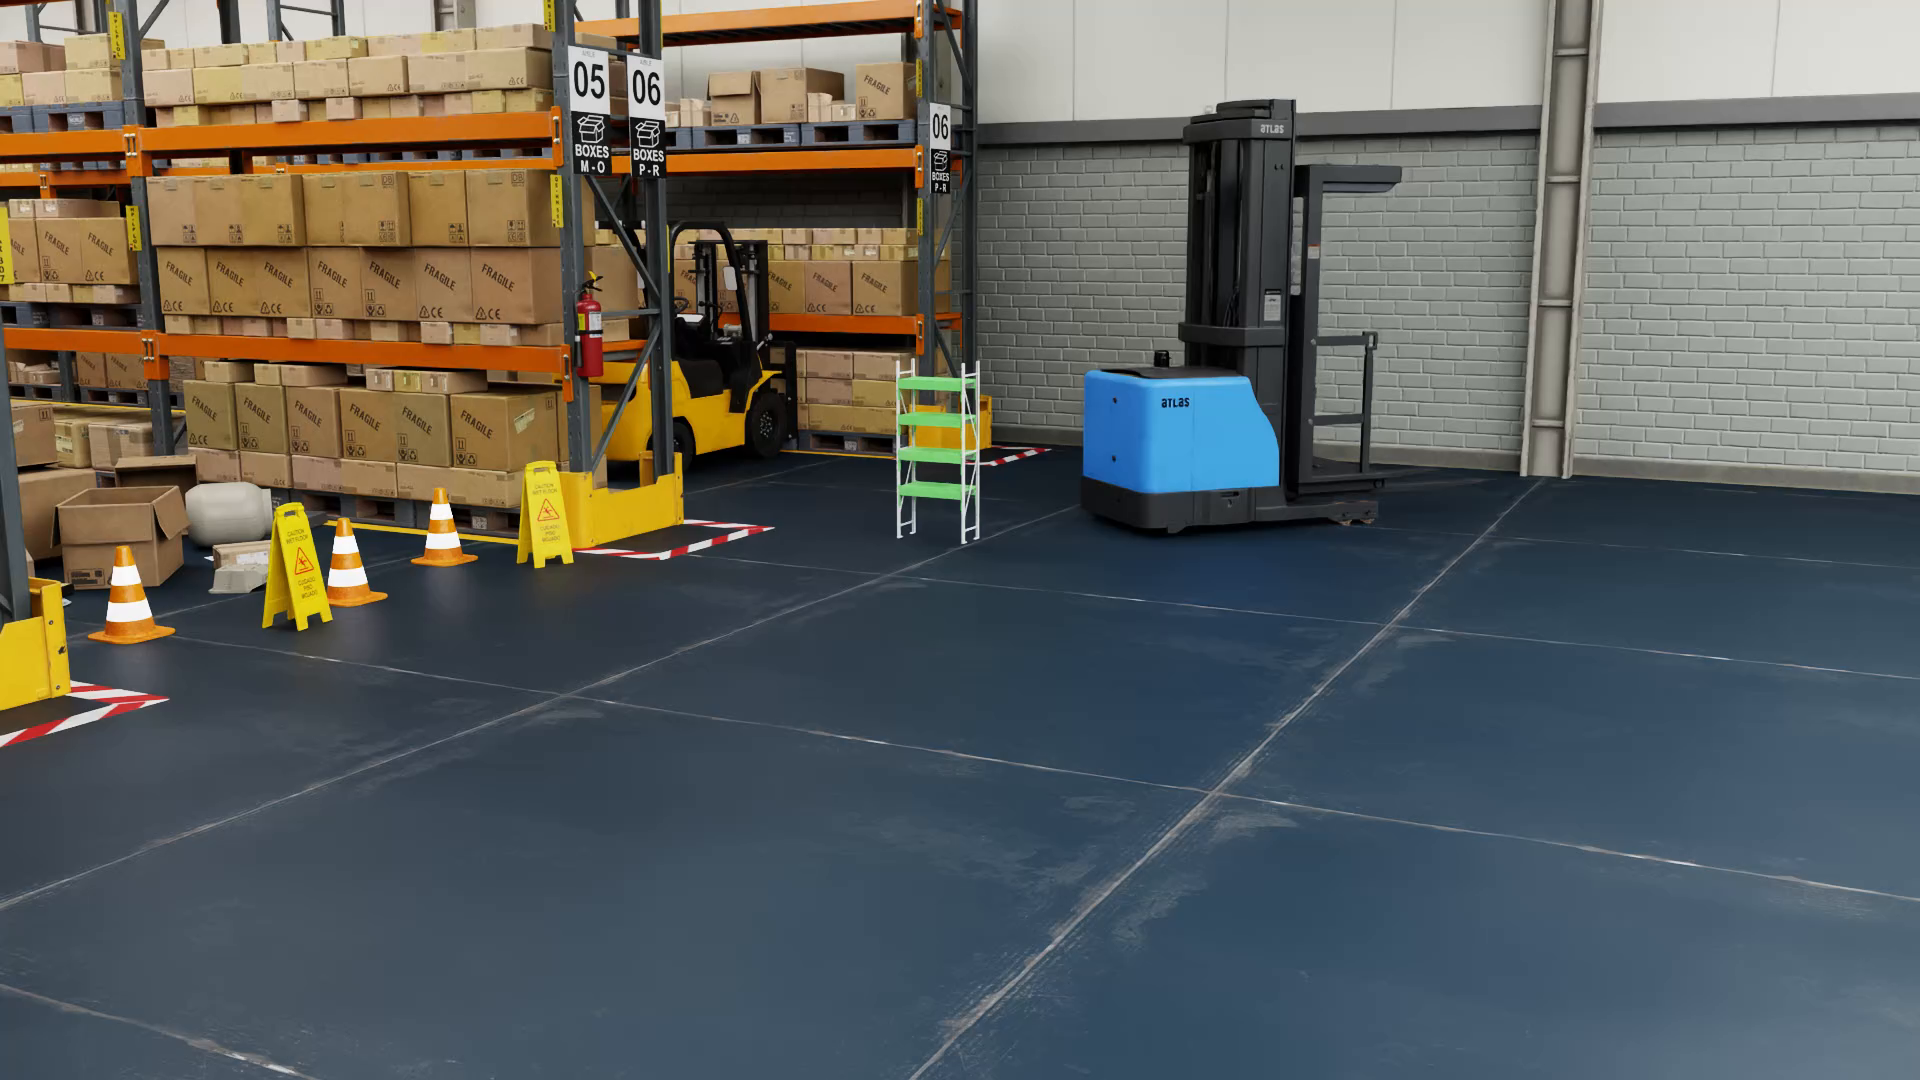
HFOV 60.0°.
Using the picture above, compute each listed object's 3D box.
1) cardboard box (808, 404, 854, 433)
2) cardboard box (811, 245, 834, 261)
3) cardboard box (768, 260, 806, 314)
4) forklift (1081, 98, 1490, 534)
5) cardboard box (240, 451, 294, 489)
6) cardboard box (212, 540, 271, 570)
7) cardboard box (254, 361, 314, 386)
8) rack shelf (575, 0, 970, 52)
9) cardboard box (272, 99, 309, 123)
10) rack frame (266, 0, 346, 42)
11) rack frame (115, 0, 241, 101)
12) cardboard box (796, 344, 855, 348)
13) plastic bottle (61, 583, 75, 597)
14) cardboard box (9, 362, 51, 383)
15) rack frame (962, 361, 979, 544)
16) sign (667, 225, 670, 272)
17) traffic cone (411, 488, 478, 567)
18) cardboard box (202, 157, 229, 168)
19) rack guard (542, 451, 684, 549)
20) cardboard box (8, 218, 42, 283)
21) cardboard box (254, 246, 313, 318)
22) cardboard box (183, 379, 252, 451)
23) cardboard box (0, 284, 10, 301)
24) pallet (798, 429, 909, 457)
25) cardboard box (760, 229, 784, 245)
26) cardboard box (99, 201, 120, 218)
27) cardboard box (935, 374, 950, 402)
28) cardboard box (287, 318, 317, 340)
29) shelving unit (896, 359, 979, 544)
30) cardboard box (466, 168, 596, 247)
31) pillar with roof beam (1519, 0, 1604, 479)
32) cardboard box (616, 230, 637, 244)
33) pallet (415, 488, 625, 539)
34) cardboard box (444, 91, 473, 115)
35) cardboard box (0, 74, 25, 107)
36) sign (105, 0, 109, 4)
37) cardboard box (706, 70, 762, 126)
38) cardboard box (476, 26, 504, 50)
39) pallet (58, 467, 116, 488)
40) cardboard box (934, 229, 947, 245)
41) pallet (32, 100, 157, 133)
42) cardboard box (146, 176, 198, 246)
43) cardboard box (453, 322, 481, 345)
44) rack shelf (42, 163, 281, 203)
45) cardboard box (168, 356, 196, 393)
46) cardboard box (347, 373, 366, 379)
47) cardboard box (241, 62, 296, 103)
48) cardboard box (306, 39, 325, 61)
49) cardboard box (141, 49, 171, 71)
[{"bbox_3d":[-1.109,-1.191,15.928,0.500,0.250,0.500,5,11,26],"label":"cardboard box"},{"bbox_3d":[-1.206,-2.728,15.777,0.250,0.149,0.380,5,11,25],"label":"cardboard box"},{"bbox_3d":[-1.585,-2.439,16.001,0.500,0.500,0.500,5,11,25],"label":"cardboard box"},{"bbox_3d":[2.448,-1.629,12.003,3.031,2.935,1.130,-4,11,-22],"label":"forklift"},{"bbox_3d":[-4.993,-0.556,12.420,0.500,0.250,0.500,6,12,29],"label":"cardboard box"},{"bbox_3d":[-4.368,0.105,10.230,0.380,0.149,0.250,-7,12,-33],"label":"cardboard box"},{"bbox_3d":[-4.930,-1.225,12.188,0.250,0.149,0.380,6,12,28],"label":"cardboard box"},{"bbox_3d":[-1.900,-4.869,16.006,4.000,0.370,1.077,5,11,26],"label":"rack shelf"},{"bbox_3d":[-4.598,-3.005,11.694,0.250,0.149,0.380,5,11,25],"label":"cardboard box"},{"bbox_3d":[-7.281,-5.892,18.519,0.127,3.000,1.000,5,11,26],"label":"rack frame"},{"bbox_3d":[-5.886,-4.784,12.396,0.127,3.000,1.000,5,11,26],"label":"rack frame"},{"bbox_3d":[-1.347,-1.803,16.506,0.500,0.250,0.500,5,11,25],"label":"cardboard box"},{"bbox_3d":[-5.220,0.286,9.479,0.283,0.061,0.133,1,10,6],"label":"plastic bottle"},{"bbox_3d":[-11.818,-2.142,21.140,0.258,0.266,0.396,5,12,28],"label":"cardboard box"},{"bbox_3d":[0.070,-0.584,11.089,0.015,1.200,0.240,5,11,26],"label":"rack frame"},{"bbox_3d":[-2.059,-2.029,11.590,0.005,0.325,0.100,5,11,26],"label":"sign"},{"bbox_3d":[-3.256,-0.096,10.463,0.334,0.463,0.336,5,11,26],"label":"traffic cone"},{"bbox_3d":[-8.299,-4.384,19.027,0.500,0.250,0.500,5,11,26],"label":"cardboard box"},{"bbox_3d":[-2.367,-0.293,11.444,0.348,0.500,1.175,5,11,26],"label":"rack guard"},{"bbox_3d":[-7.308,-2.314,13.300,0.500,0.500,0.500,5,12,28],"label":"cardboard box"},{"bbox_3d":[-4.710,-1.871,12.029,0.500,0.500,0.500,5,11,25],"label":"cardboard box"},{"bbox_3d":[-5.477,-0.965,12.575,0.500,0.500,0.500,6,12,29],"label":"cardboard box"},{"bbox_3d":[-7.569,-2.031,13.558,0.250,0.149,0.380,5,11,24],"label":"cardboard box"},{"bbox_3d":[-0.811,-0.991,16.114,1.213,0.211,1.003,5,11,26],"label":"pallet"},{"bbox_3d":[-1.710,-2.904,15.914,0.250,0.149,0.380,5,12,27],"label":"cardboard box"},{"bbox_3d":[-7.171,-2.716,13.698,0.250,0.149,0.380,6,12,29],"label":"cardboard box"},{"bbox_3d":[-0.436,-1.480,16.121,0.500,0.250,0.500,5,12,27],"label":"cardboard box"},{"bbox_3d":[-4.603,-1.530,11.967,0.250,0.149,0.380,5,11,26],"label":"cardboard box"},{"bbox_3d":[-0.148,-0.603,11.195,0.503,1.200,0.258,5,11,26],"label":"shelving unit"},{"bbox_3d":[-2.854,-2.210,11.094,0.500,0.500,0.700,5,11,24],"label":"cardboard box"},{"bbox_3d":[3.144,-4.300,9.723,0.400,9.000,9.100,5,11,26],"label":"pillar with roof beam"},{"bbox_3d":[-3.256,-3.064,16.799,0.250,0.149,0.380,5,11,27],"label":"cardboard box"},{"bbox_3d":[-3.080,-0.220,11.855,1.213,0.211,1.003,5,11,26],"label":"pallet"},{"bbox_3d":[-3.204,-2.893,11.077,0.250,0.149,0.380,5,12,28],"label":"cardboard box"},{"bbox_3d":[-7.383,-3.545,13.213,0.500,0.250,0.500,5,11,27],"label":"cardboard box"},{"bbox_3d":[-10.627,-6.834,20.656,0.005,0.325,0.100,5,11,26],"label":"sign"},{"bbox_3d":[-1.993,-4.237,16.048,0.637,0.503,0.797,5,12,28],"label":"cardboard box"},{"bbox_3d":[-2.948,-3.268,10.905,0.250,0.149,0.380,5,12,27],"label":"cardboard box"},{"bbox_3d":[-6.585,-0.521,13.516,1.213,0.211,1.003,5,11,26],"label":"pallet"},{"bbox_3d":[-0.313,-2.885,15.812,0.250,0.149,0.380,5,11,25],"label":"cardboard box"},{"bbox_3d":[-6.393,-3.281,13.042,1.003,0.211,1.213,5,11,26],"label":"pallet"},{"bbox_3d":[-5.588,-2.450,12.423,0.500,0.500,0.700,5,11,25],"label":"cardboard box"},{"bbox_3d":[-3.226,-1.414,11.328,0.250,0.149,0.380,5,11,25],"label":"cardboard box"},{"bbox_3d":[-9.074,-4.220,19.721,4.000,0.370,1.077,5,11,26],"label":"rack shelf"},{"bbox_3d":[-9.144,-2.036,19.895,0.500,0.500,0.500,5,11,24],"label":"cardboard box"},{"bbox_3d":[-4.780,-1.011,12.830,0.500,0.500,0.500,5,12,27],"label":"cardboard box"},{"bbox_3d":[-4.703,-3.221,11.771,0.500,0.250,0.500,5,11,26],"label":"cardboard box"},{"bbox_3d":[-4.318,-3.391,11.585,0.250,0.149,0.380,5,12,27],"label":"cardboard box"},{"bbox_3d":[-5.748,-3.500,12.189,0.250,0.149,0.380,5,11,25],"label":"cardboard box"}]
